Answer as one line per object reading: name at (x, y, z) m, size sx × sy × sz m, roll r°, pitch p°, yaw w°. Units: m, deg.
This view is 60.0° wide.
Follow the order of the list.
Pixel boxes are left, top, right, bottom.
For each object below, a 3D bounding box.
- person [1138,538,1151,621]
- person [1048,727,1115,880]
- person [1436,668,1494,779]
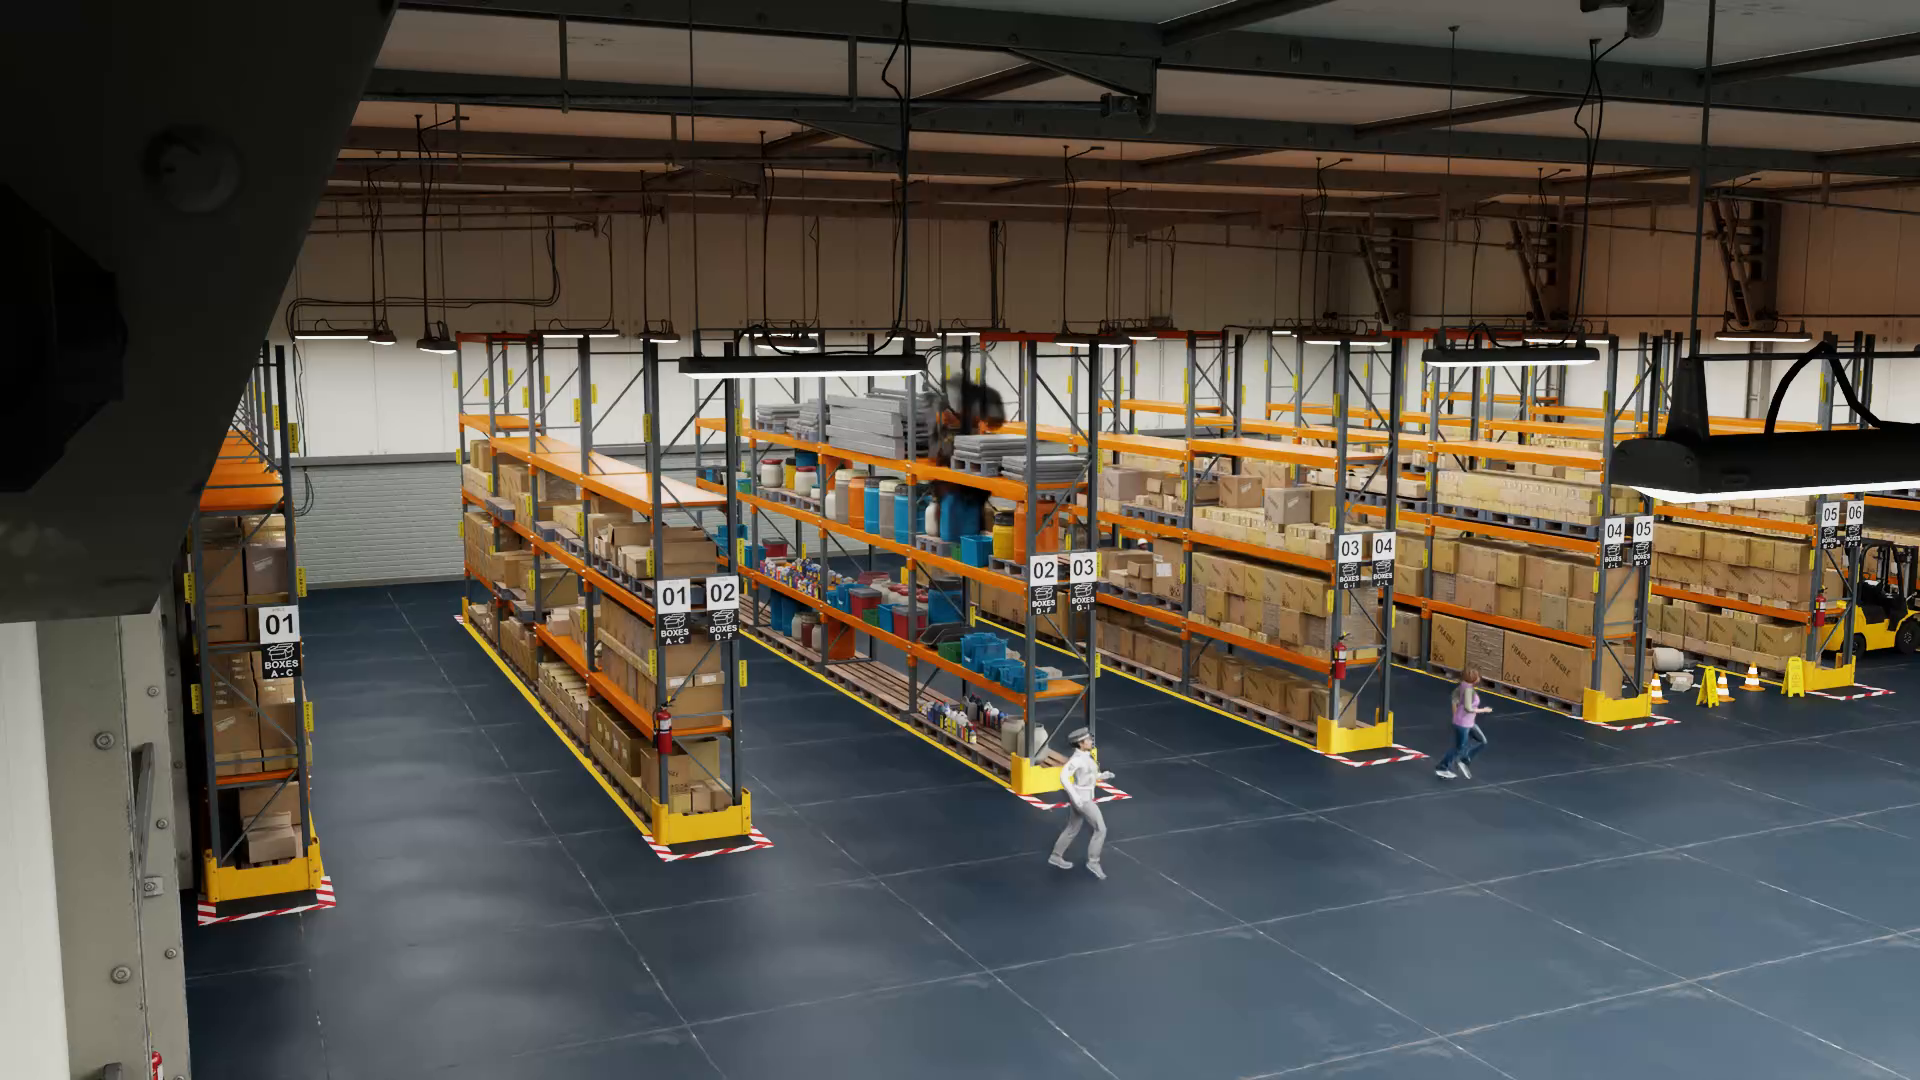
person at (3.783, 0.813, 34.680) m, size 0.691 × 1.734 × 0.632 m, roll -5°, pitch 9°, yaw -32°
person at (1.381, 2.974, 18.812) m, size 0.731 × 1.755 × 0.582 m, roll 0°, pitch 8°, yaw 1°
person at (6.896, 2.508, 22.687) m, size 0.721 × 1.563 × 0.561 m, roll 3°, pitch 8°, yaw 19°
